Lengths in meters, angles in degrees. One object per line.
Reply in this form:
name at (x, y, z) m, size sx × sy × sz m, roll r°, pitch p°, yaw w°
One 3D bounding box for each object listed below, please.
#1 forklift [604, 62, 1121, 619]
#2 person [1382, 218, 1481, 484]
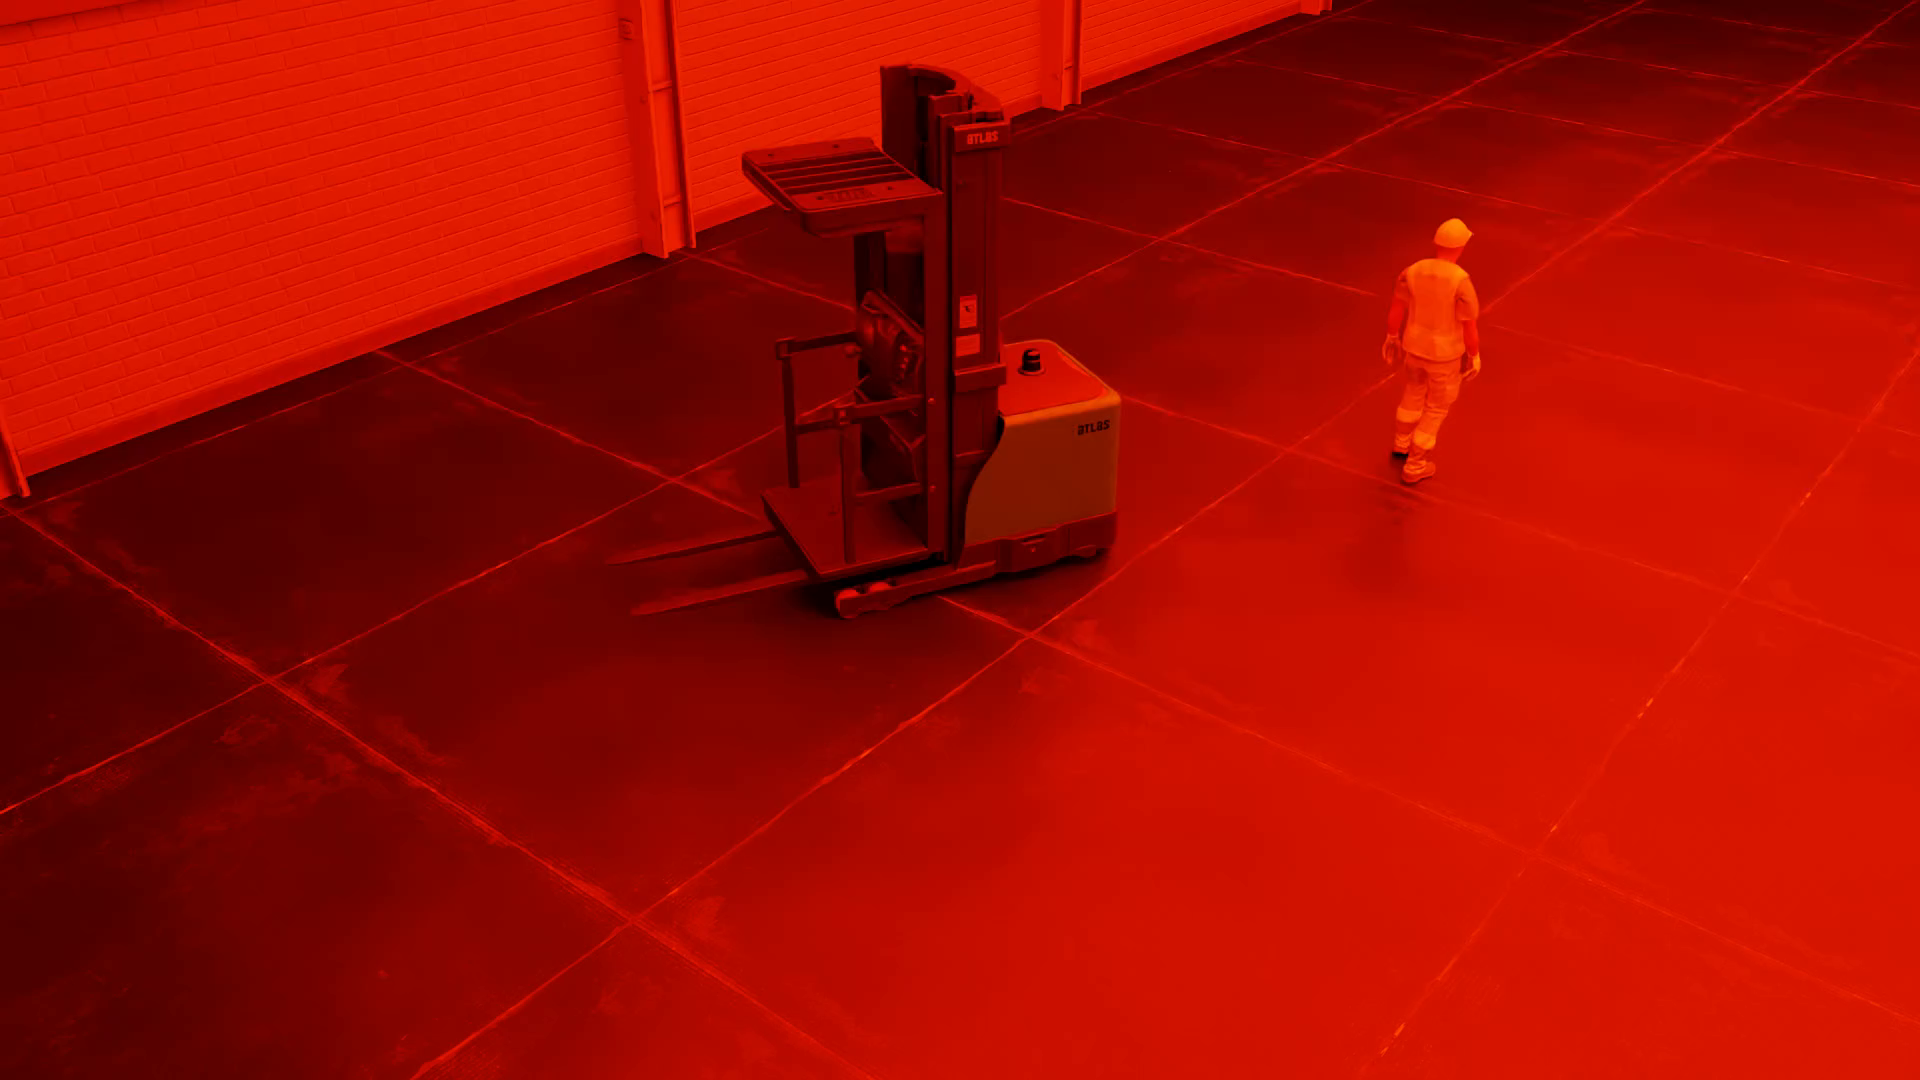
forklift at (-0.591, -1.110, 9.495) m, size 3.031 × 2.935 × 1.130 m, roll -13°, pitch 33°, yaw -21°
person at (3.136, -1.238, 10.926) m, size 0.546 × 1.826 × 0.634 m, roll -25°, pitch 38°, yaw -36°
